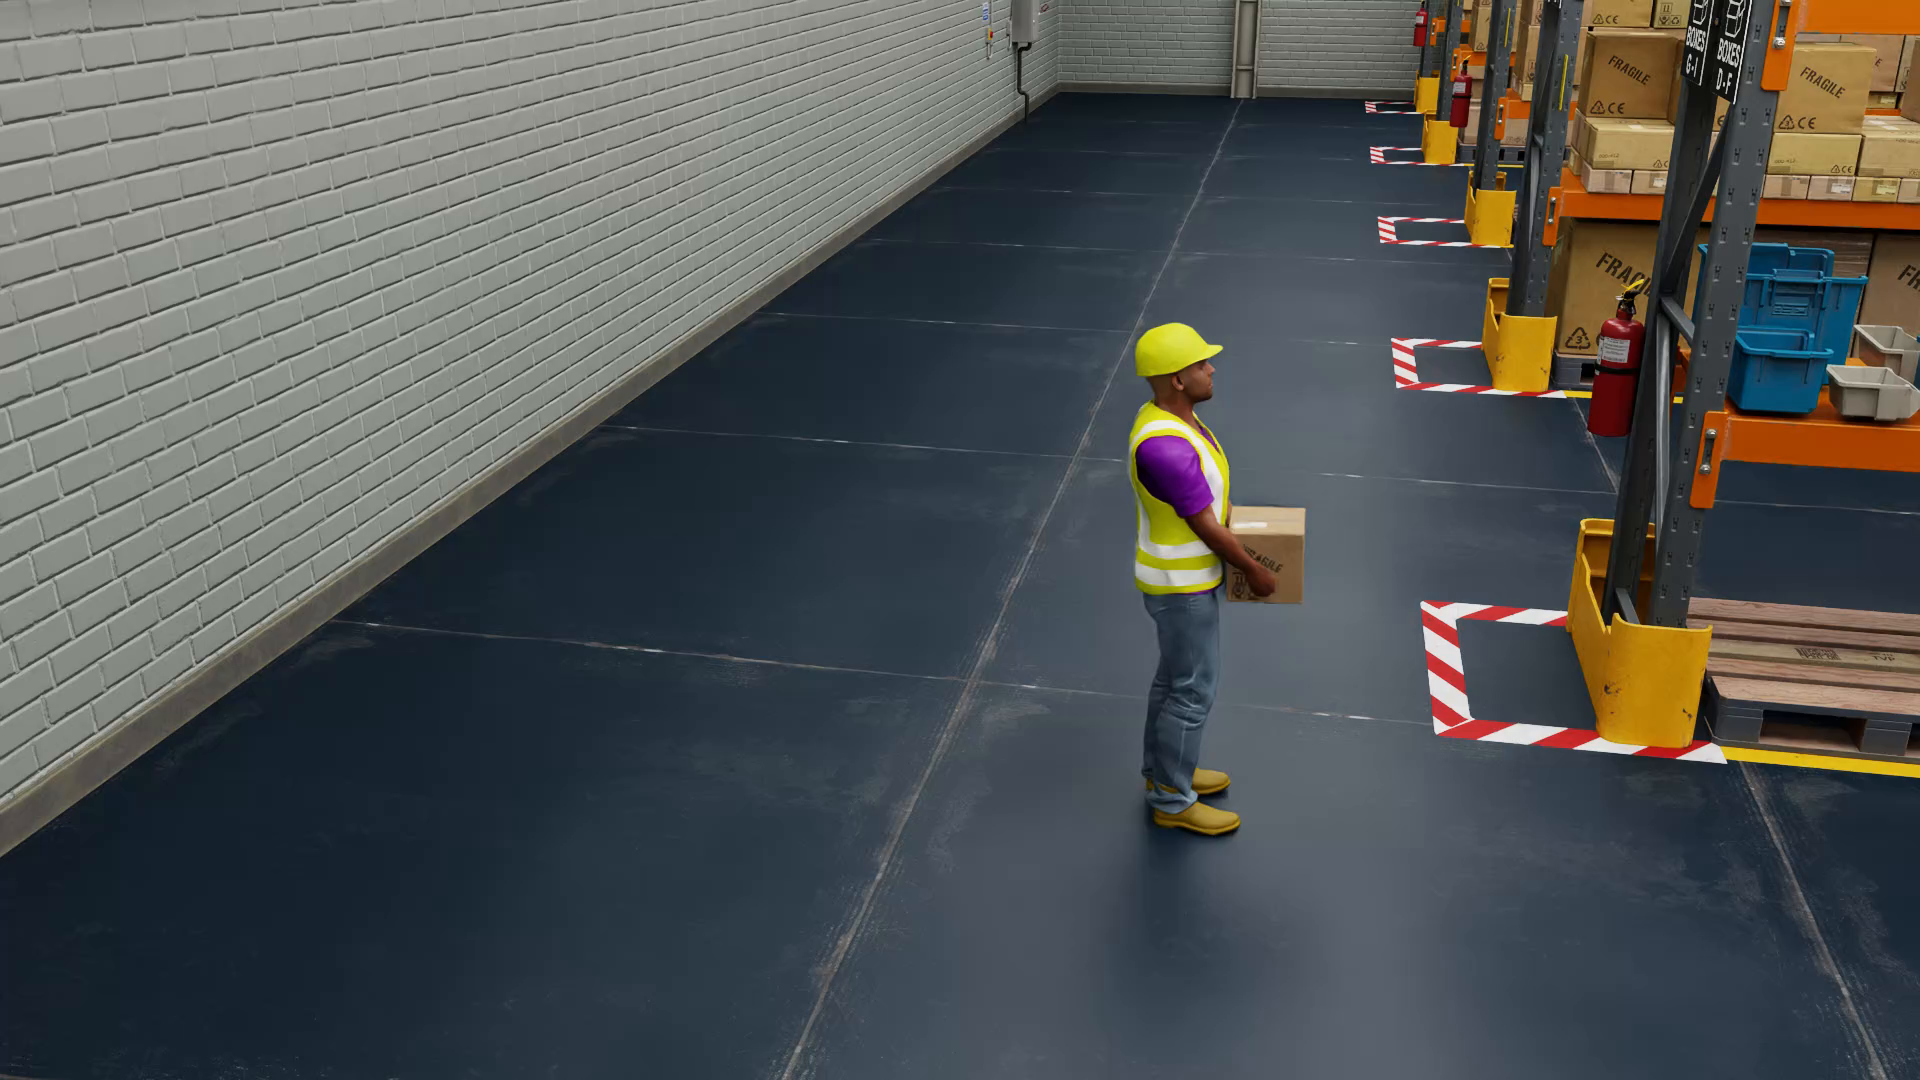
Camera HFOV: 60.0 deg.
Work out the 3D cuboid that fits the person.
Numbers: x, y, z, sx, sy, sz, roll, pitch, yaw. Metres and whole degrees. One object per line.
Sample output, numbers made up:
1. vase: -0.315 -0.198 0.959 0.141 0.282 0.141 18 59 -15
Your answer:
1. person: 0.847 0.128 5.723 0.571 1.770 0.516 2 22 6
